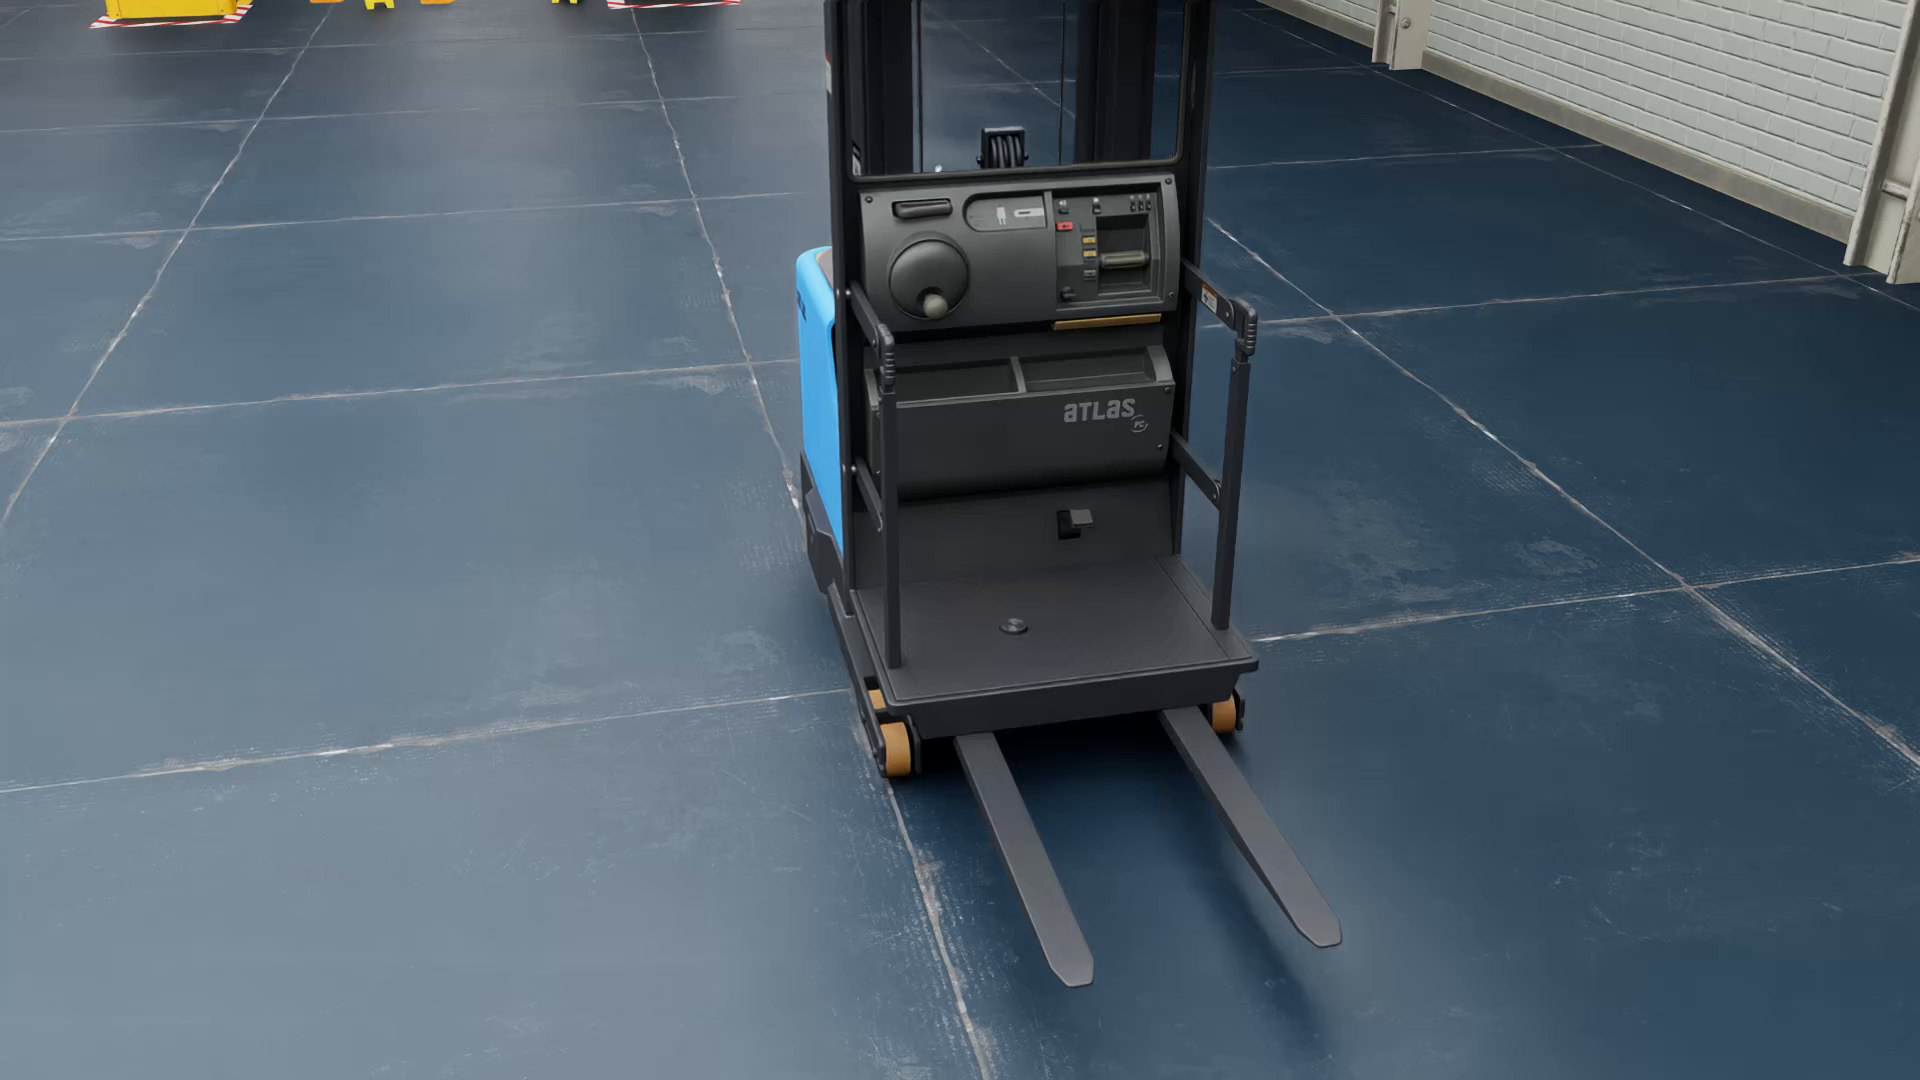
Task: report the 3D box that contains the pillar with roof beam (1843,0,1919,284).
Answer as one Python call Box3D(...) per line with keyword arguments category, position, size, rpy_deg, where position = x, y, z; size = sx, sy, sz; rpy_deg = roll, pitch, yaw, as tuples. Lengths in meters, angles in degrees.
Box3D(category="pillar with roof beam", position=(0.951, -5.065, 6.297), size=(9.100, 9.000, 0.400), rpy_deg=(-6, 27, -12))

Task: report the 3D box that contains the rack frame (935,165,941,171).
Box3D(category="rack frame", position=(-0.194, -0.914, 6.730), size=(0.240, 1.200, 0.015), rpy_deg=(-6, 27, -12))

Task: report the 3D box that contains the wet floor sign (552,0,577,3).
Box3D(category="wet floor sign", position=(-4.115, -5.946, 17.314), size=(0.267, 0.644, 0.232), rpy_deg=(3, 27, 6))

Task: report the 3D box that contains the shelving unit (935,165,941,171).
Box3D(category="shelving unit", position=(-0.139, -0.807, 6.518), size=(0.258, 1.200, 0.503), rpy_deg=(-6, 27, -12))

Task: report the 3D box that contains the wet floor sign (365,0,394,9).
Box3D(category="wet floor sign", position=(-5.979, -5.779, 16.984), size=(0.267, 0.644, 0.232), rpy_deg=(-11, 29, -20))

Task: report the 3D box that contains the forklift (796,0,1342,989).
Box3D(category="forklift", position=(0.230, -0.798, 4.578), size=(1.130, 2.935, 3.031), rpy_deg=(-6, 27, -12))

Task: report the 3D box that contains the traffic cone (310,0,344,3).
Box3D(category="traffic cone", position=(-6.651, -5.887, 17.399), size=(0.336, 0.463, 0.334), rpy_deg=(-6, 27, -12))

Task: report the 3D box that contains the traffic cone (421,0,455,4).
Box3D(category="traffic cone", position=(-5.474, -5.852, 17.331), size=(0.336, 0.463, 0.334), rpy_deg=(-6, 27, -12))
